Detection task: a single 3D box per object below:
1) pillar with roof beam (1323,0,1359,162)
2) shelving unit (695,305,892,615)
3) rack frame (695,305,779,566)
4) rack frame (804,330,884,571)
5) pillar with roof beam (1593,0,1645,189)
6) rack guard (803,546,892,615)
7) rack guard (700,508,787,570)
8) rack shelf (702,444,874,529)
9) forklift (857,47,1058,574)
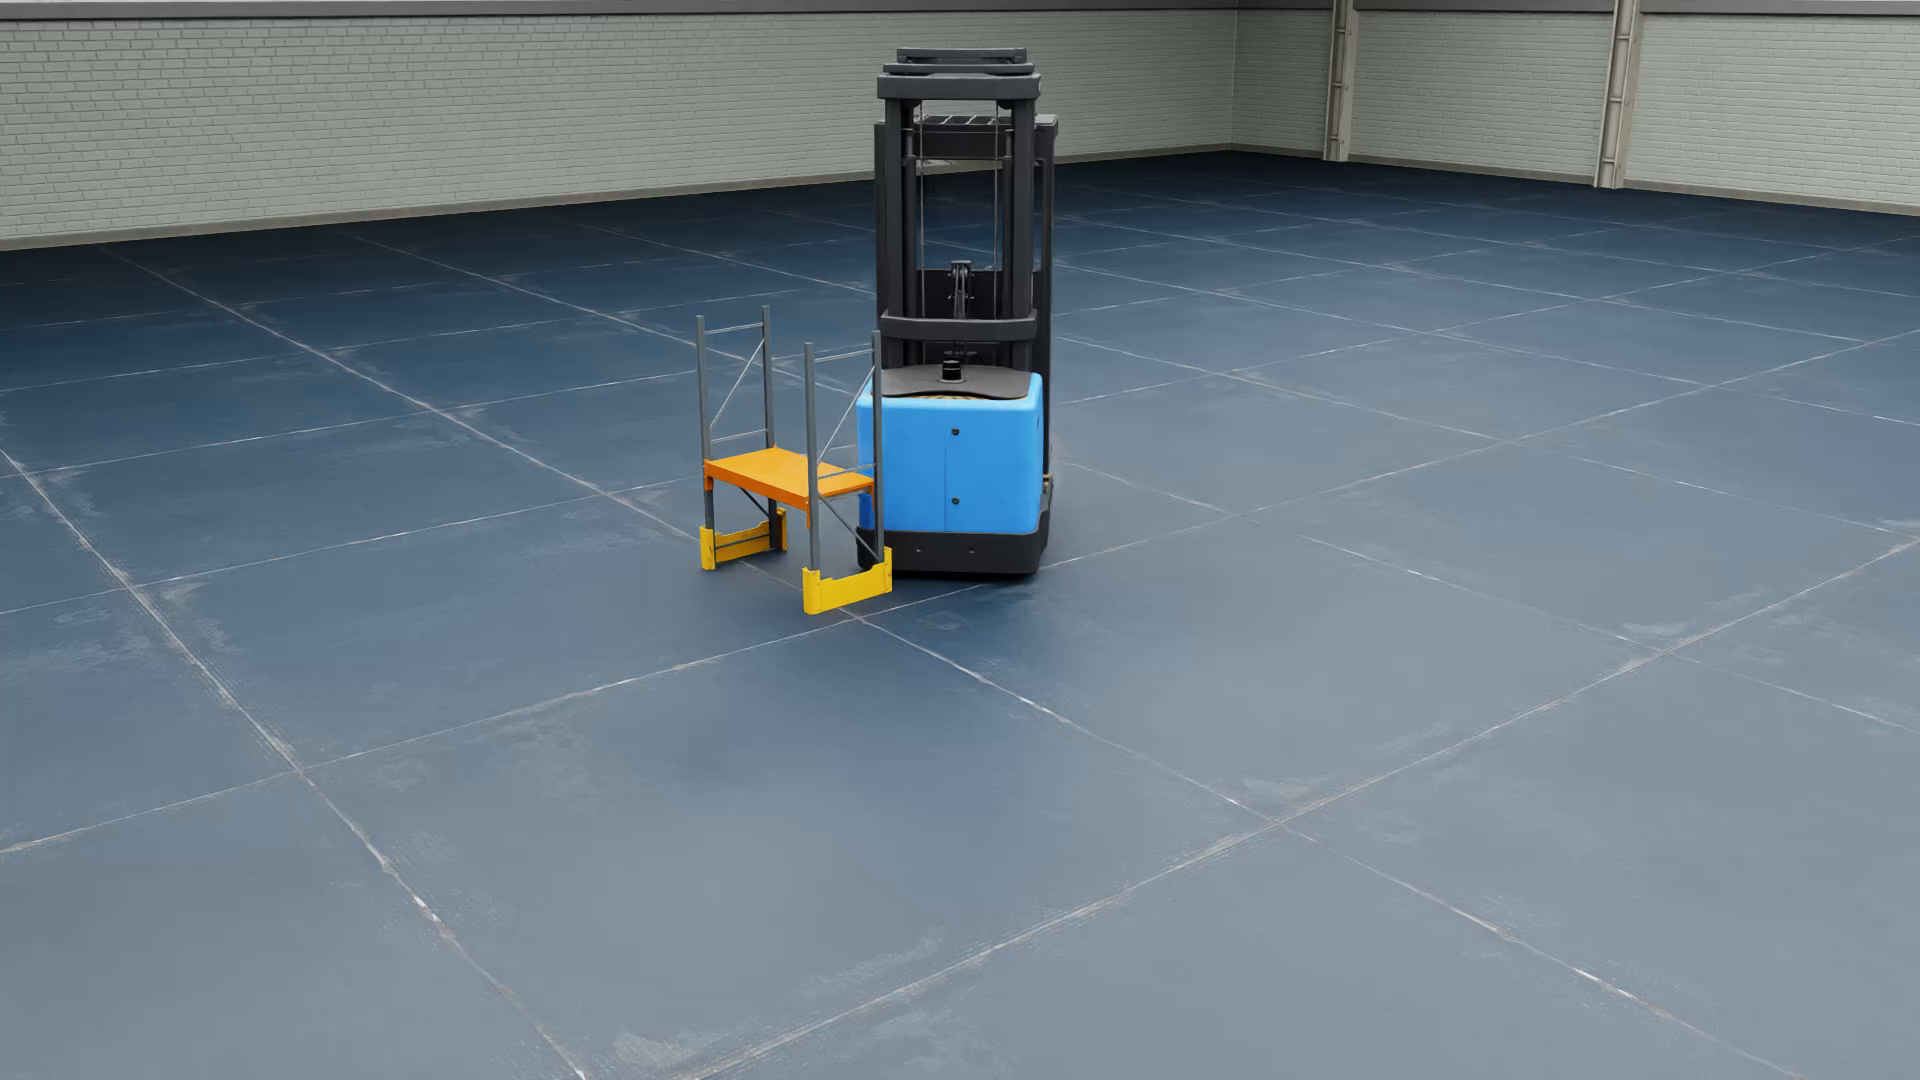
[{"bbox_3d":[4.149,-11.031,29.360,9.100,9.000,0.400,-14,23,-36],"label":"pillar with roof beam"},{"bbox_3d":[-0.960,-0.487,9.446,0.587,1.500,1.083,-16,24,-40],"label":"shelving unit"},{"bbox_3d":[-1.308,-0.607,9.810,0.500,1.500,0.032,-16,24,-40],"label":"rack frame"},{"bbox_3d":[-0.623,-0.371,9.096,0.500,1.500,0.032,-16,24,-40],"label":"rack frame"},{"bbox_3d":[7.875,-9.552,24.895,9.100,9.000,0.400,-14,23,-36],"label":"pillar with roof beam"},{"bbox_3d":[-0.624,0.222,9.293,0.587,0.250,0.087,-16,24,-40],"label":"rack guard"},{"bbox_3d":[-1.295,-0.009,9.993,0.587,0.250,0.087,-16,24,-40],"label":"rack guard"},{"bbox_3d":[-0.966,-0.318,9.509,0.538,0.185,1.000,-16,24,-40],"label":"rack shelf"},{"bbox_3d":[0.047,-1.614,10.573,1.130,2.935,3.031,2,18,5],"label":"forklift"}]
